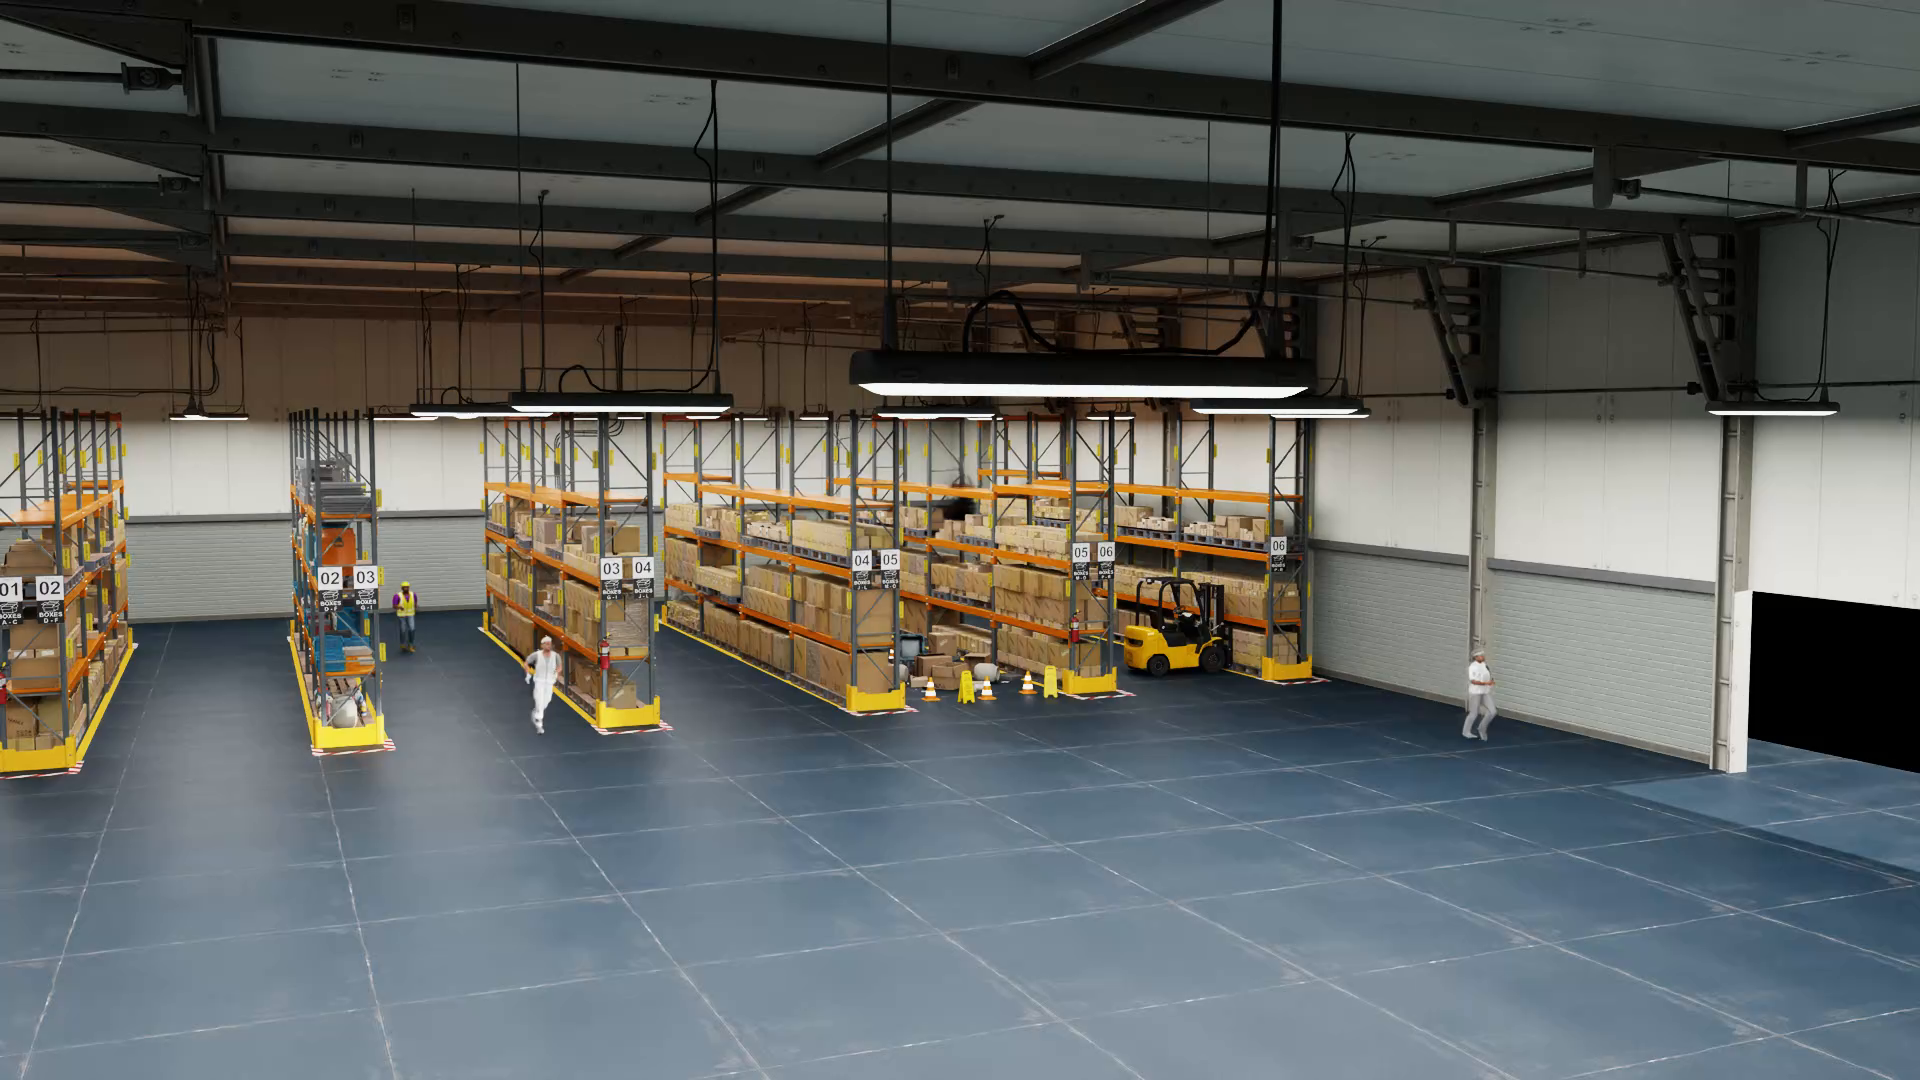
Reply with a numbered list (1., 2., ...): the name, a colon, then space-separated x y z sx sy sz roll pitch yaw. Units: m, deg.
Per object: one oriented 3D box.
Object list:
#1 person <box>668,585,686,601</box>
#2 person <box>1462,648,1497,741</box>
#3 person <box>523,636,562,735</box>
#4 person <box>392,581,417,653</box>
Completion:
1. person: -8.315 1.477 48.998 0.546 1.620 0.650 -2 5 -31
2. person: 9.384 2.781 29.969 0.544 1.706 0.688 -3 5 -32
3. person: -7.763 2.679 31.020 0.700 1.773 0.902 -2 5 -29
4. person: -13.883 1.932 41.654 0.636 1.801 0.796 -2 4 -26
